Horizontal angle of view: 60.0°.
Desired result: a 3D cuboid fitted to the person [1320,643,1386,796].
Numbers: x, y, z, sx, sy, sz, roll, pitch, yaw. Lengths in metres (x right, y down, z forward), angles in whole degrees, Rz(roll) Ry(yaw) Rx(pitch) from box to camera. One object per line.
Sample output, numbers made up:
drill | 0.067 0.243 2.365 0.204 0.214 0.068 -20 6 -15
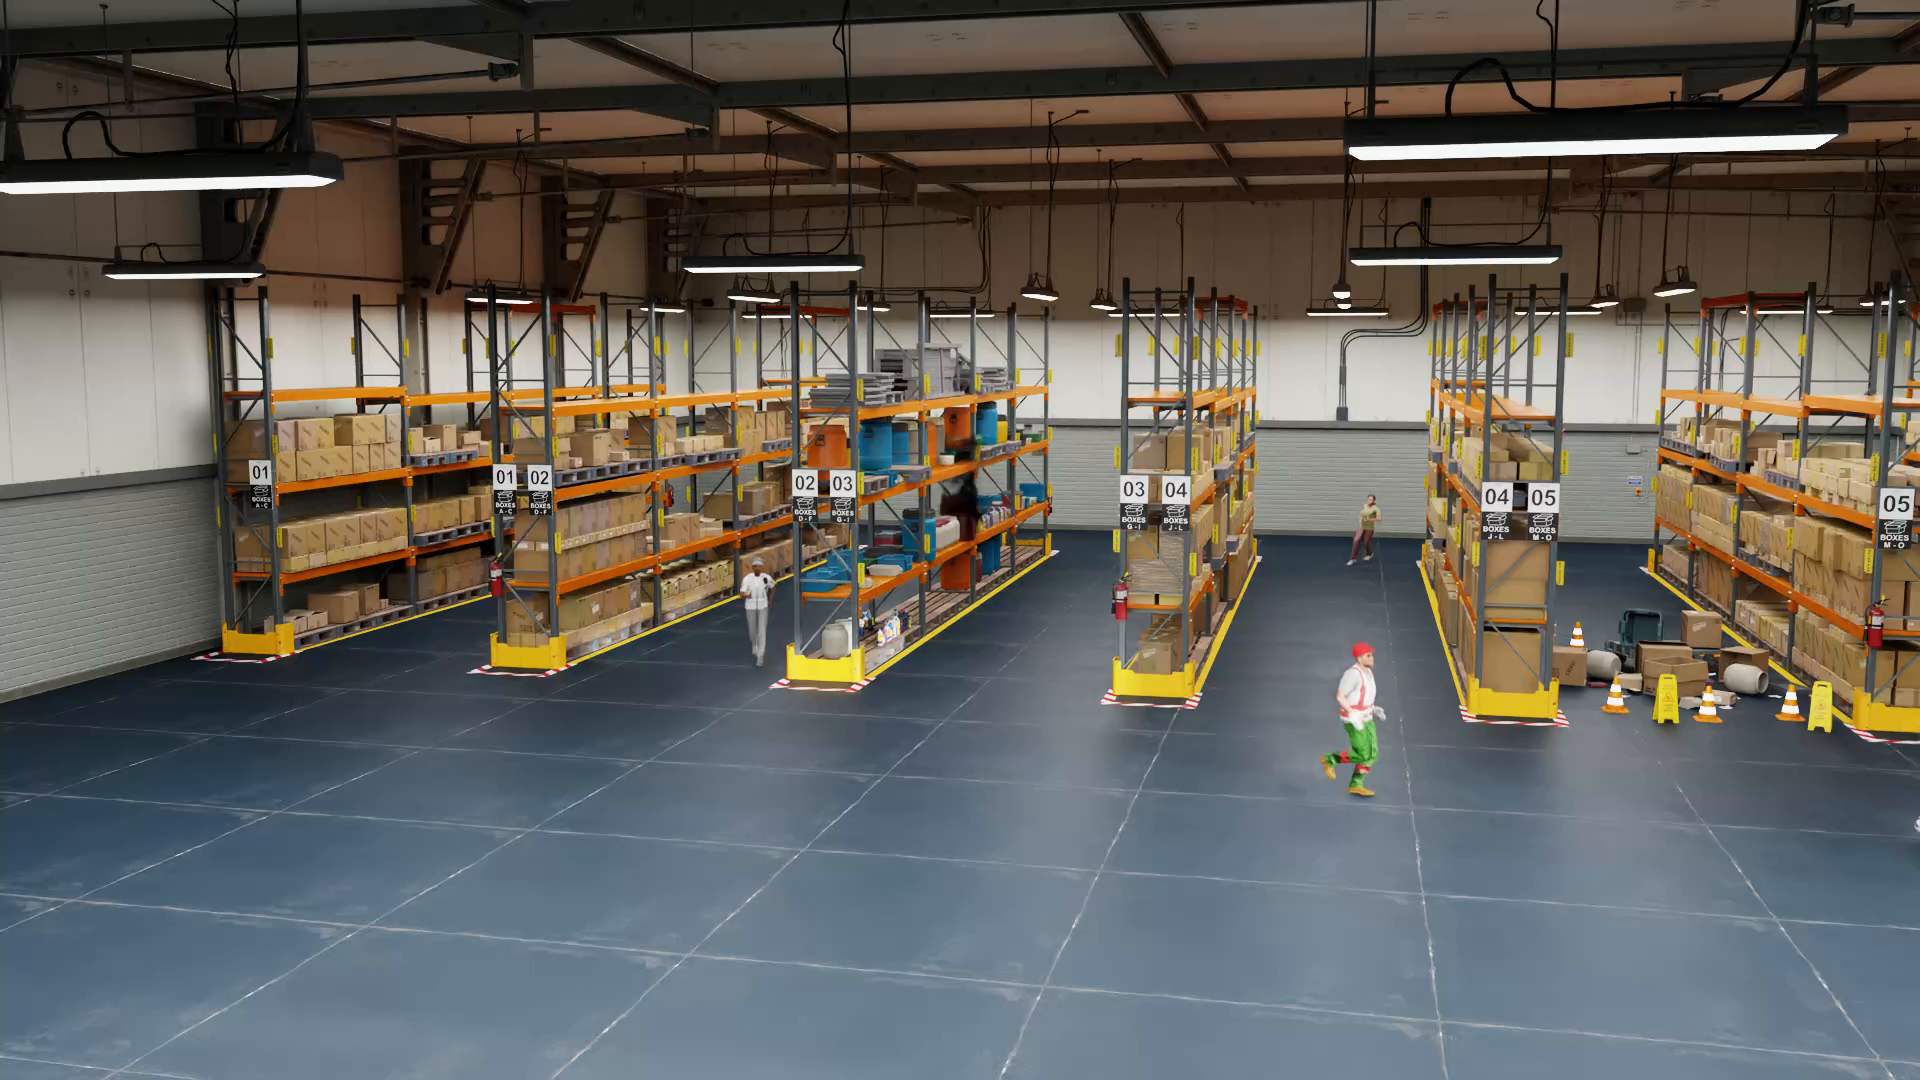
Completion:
person | 4.417 2.001 18.746 0.632 1.733 0.649 6 9 40

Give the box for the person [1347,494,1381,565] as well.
person | 9.504 -0.243 38.657 0.636 1.671 0.889 6 9 42

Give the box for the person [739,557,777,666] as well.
person | -3.213 1.106 26.437 0.583 1.676 0.880 0 7 -4
